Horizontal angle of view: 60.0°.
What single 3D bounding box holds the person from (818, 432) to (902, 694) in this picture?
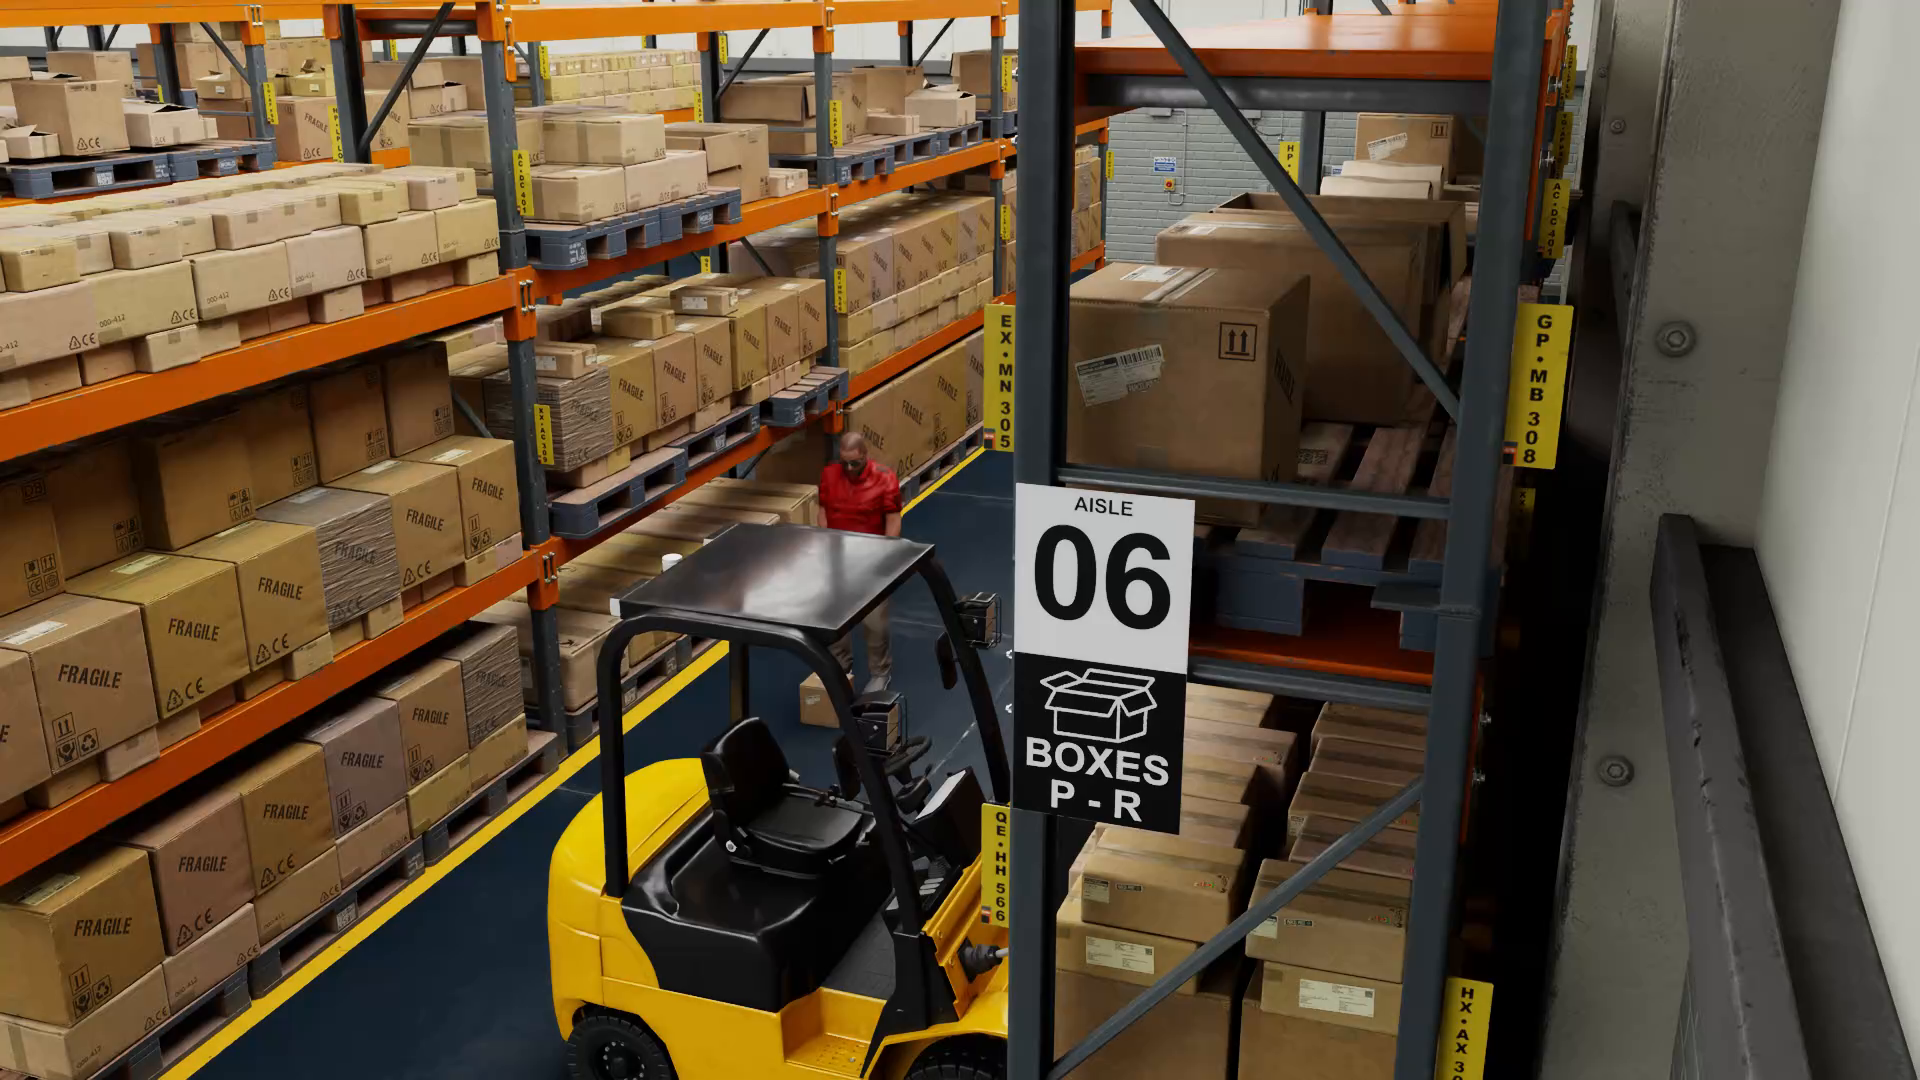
[{"bbox_3d":[-0.619,0.133,10.282,0.554,1.684,0.415,7,20,20],"label":"person"}]
